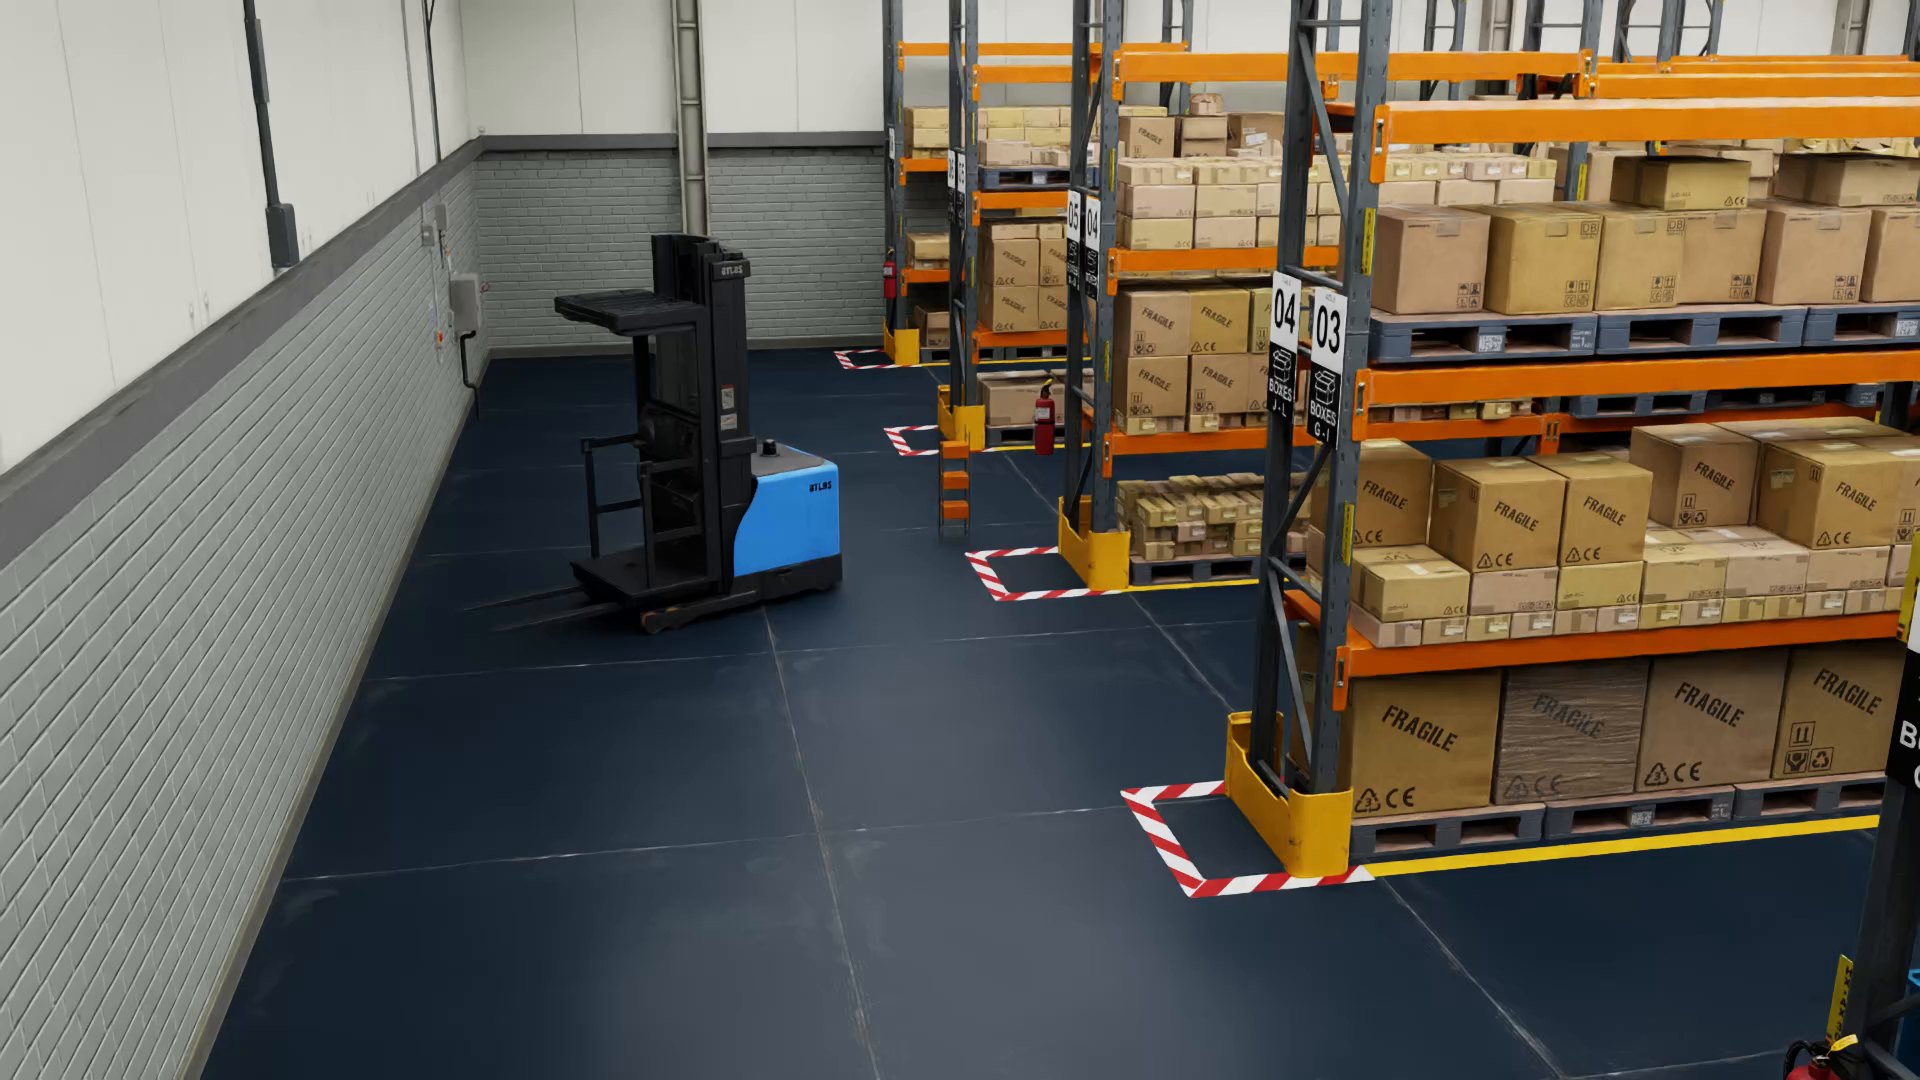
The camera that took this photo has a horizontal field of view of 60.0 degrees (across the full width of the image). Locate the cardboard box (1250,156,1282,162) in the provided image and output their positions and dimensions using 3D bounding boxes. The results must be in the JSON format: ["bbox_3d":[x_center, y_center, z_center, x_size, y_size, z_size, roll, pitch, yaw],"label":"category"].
[{"bbox_3d":[2.606,-3.135,13.964,0.250,0.149,0.380,-3,17,-9],"label":"cardboard box"}]

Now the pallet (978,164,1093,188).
[{"bbox_3d":[0.760,-4.035,18.320,1.213,0.211,1.003,-3,17,-10],"label":"pallet"}]

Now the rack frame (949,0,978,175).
[{"bbox_3d":[0.034,-5.467,17.723,0.127,3.000,1.000,-3,17,-10],"label":"rack frame"}]

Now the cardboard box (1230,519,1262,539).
[{"bbox_3d":[2.411,-0.134,14.212,0.250,0.149,0.380,-3,17,-9],"label":"cardboard box"}]

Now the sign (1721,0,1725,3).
[{"bbox_3d":[10.985,-7.895,23.901,0.005,0.325,0.100,-3,17,-10],"label":"sign"}]

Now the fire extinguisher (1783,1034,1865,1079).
[{"bbox_3d":[2.619,1.778,5.119,0.183,0.674,0.296,-3,17,-10],"label":"fire extinguisher"}]

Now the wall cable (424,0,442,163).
[{"bbox_3d":[-6.129,-6.109,19.749,0.133,3.039,2.988,-3,17,-10],"label":"wall cable"}]

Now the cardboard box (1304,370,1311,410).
[{"bbox_3d":[3.069,-1.404,14.036,0.500,0.500,0.500,-4,17,-12],"label":"cardboard box"}]

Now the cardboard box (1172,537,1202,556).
[{"bbox_3d":[1.889,0.009,14.252,0.250,0.149,0.380,-3,17,-11],"label":"cardboard box"}]

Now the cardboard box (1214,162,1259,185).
[{"bbox_3d":[2.206,-2.938,13.324,0.250,0.149,0.380,-3,17,-10],"label":"cardboard box"}]

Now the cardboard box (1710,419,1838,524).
[{"bbox_3d":[4.838,-0.416,9.967,0.500,0.500,0.500,-3,17,-10],"label":"cardboard box"}]

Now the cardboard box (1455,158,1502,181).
[{"bbox_3d":[4.255,-3.053,13.696,0.250,0.149,0.380,-3,17,-11],"label":"cardboard box"}]

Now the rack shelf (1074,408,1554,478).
[{"bbox_3d":[3.036,-0.945,14.444,4.000,0.370,1.077,-3,17,-10],"label":"rack shelf"}]

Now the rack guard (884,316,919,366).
[{"bbox_3d":[-0.837,-2.839,23.642,0.348,0.500,1.175,-3,17,-10],"label":"rack guard"}]

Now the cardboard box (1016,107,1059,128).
[{"bbox_3d":[1.064,-5.812,22.851,0.500,0.250,0.500,-3,17,-9],"label":"cardboard box"}]

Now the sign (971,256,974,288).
[{"bbox_3d":[0.133,-2.891,17.943,0.005,0.325,0.100,-3,17,-10],"label":"sign"}]

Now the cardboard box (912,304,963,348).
[{"bbox_3d":[-0.293,-3.044,23.588,0.637,0.503,0.797,-4,18,-13],"label":"cardboard box"}]

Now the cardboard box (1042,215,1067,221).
[{"bbox_3d":[1.086,-3.575,18.801,0.250,0.149,0.380,-3,17,-9],"label":"cardboard box"}]

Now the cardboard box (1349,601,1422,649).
[{"bbox_3d":[2.325,0.453,9.094,0.250,0.149,0.380,-3,17,-10],"label":"cardboard box"}]

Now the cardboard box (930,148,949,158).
[{"bbox_3d":[-0.302,-5.317,22.770,0.250,0.149,0.380,-3,17,-9],"label":"cardboard box"}]

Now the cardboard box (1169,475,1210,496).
[{"bbox_3d":[2.032,-0.451,14.737,0.250,0.149,0.380,-4,17,-12],"label":"cardboard box"}]

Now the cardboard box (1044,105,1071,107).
[{"bbox_3d":[1.472,-5.989,23.428,0.500,0.250,0.500,-3,17,-11],"label":"cardboard box"}]

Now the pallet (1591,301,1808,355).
[{"bbox_3d":[3.841,-1.247,9.244,1.213,0.211,1.003,-3,17,-10],"label":"pallet"}]

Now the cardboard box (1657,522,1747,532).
[{"bbox_3d":[4.333,-0.028,9.982,0.500,0.250,0.500,-3,17,-9],"label":"cardboard box"}]

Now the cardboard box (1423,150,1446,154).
[{"bbox_3d":[5.270,-4.314,18.762,0.250,0.166,0.380,-4,18,-14],"label":"cardboard box"}]

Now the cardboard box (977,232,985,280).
[{"bbox_3d":[0.462,-3.220,18.753,0.500,0.500,0.500,-3,17,-9],"label":"cardboard box"}]

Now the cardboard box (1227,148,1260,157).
[{"bbox_3d":[3.135,-4.242,18.385,0.250,0.149,0.380,-3,17,-9],"label":"cardboard box"}]

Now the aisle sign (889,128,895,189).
[{"bbox_3d":[-0.923,-5.184,22.592,0.004,0.787,0.394,-3,17,-10],"label":"aisle sign"}]

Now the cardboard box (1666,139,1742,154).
[{"bbox_3d":[8.821,-4.576,19.762,0.500,0.500,0.700,-3,17,-10],"label":"cardboard box"}]

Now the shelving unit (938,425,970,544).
[{"bbox_3d":[-0.053,-0.499,15.086,0.252,1.050,0.215,-3,17,-10],"label":"shelving unit"}]

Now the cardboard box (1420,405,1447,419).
[{"bbox_3d":[3.991,-1.159,14.343,0.250,0.149,0.380,-4,17,-12],"label":"cardboard box"}]

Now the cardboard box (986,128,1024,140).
[{"bbox_3d":[0.576,-5.539,22.816,0.500,0.250,0.500,-4,17,-12],"label":"cardboard box"}]

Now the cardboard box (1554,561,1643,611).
[{"bbox_3d":[3.440,0.180,9.302,0.500,0.250,0.500,-4,17,-12],"label":"cardboard box"}]

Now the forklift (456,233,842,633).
[{"bbox_3d":[-2.466,-0.851,13.030,3.031,2.935,1.130,-13,21,-35],"label":"forklift"}]

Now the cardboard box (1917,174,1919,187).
[{"bbox_3d":[8.414,-3.000,14.630,0.500,0.500,0.500,-3,17,-10],"label":"cardboard box"}]

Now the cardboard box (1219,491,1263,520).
[{"bbox_3d":[2.398,-0.296,14.233,0.250,0.149,0.380,-4,18,-13],"label":"cardboard box"}]

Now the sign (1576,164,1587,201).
[{"bbox_3d":[5.110,-2.926,13.677,0.005,0.325,0.100,-3,17,-10],"label":"sign"}]

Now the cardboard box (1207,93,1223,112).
[{"bbox_3d":[3.557,-6.216,23.601,0.258,0.266,0.396,-3,17,-10],"label":"cardboard box"}]

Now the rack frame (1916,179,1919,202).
[{"bbox_3d":[5.841,-2.833,9.147,0.127,3.000,1.000,-3,17,-10],"label":"rack frame"}]

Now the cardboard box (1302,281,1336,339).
[{"bbox_3d":[3.072,-1.876,13.870,0.500,0.500,0.500,-4,17,-12],"label":"cardboard box"}]

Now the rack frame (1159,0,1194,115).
[{"bbox_3d":[3.016,-7.120,23.106,0.127,3.000,1.000,-3,17,-10],"label":"rack frame"}]

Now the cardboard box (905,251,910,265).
[{"bbox_3d":[-0.637,-4.006,23.610,0.250,0.149,0.380,-3,17,-11],"label":"cardboard box"}]

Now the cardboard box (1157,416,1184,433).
[{"bbox_3d":[1.695,-1.007,13.849,0.250,0.149,0.380,-3,17,-8],"label":"cardboard box"}]

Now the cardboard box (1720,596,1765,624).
[{"bbox_3d":[4.342,0.338,9.468,0.250,0.149,0.380,-4,17,-11],"label":"cardboard box"}]

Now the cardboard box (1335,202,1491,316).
[{"bbox_3d":[2.414,-1.517,8.915,0.500,0.500,0.700,-4,18,-14],"label":"cardboard box"}]

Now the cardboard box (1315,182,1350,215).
[{"bbox_3d":[3.060,-2.811,13.589,0.500,0.250,0.500,-4,18,-13],"label":"cardboard box"}]

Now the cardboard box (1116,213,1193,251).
[{"bbox_3d":[1.561,-2.491,13.399,0.500,0.250,0.500,-3,17,-8],"label":"cardboard box"}]

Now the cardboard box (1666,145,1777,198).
[{"bbox_3d":[6.541,-3.133,14.341,0.637,0.503,0.797,-3,17,-11],"label":"cardboard box"}]

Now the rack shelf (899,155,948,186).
[{"bbox_3d":[1.052,-5.231,23.289,4.000,0.370,1.077,-3,17,-10],"label":"rack shelf"}]

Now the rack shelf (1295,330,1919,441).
[{"bbox_3d":[3.878,-0.944,9.330,4.000,0.370,1.077,-3,17,-10],"label":"rack shelf"}]

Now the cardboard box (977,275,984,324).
[{"bbox_3d":[0.457,-2.750,18.925,0.500,0.500,0.500,-3,17,-10],"label":"cardboard box"}]
